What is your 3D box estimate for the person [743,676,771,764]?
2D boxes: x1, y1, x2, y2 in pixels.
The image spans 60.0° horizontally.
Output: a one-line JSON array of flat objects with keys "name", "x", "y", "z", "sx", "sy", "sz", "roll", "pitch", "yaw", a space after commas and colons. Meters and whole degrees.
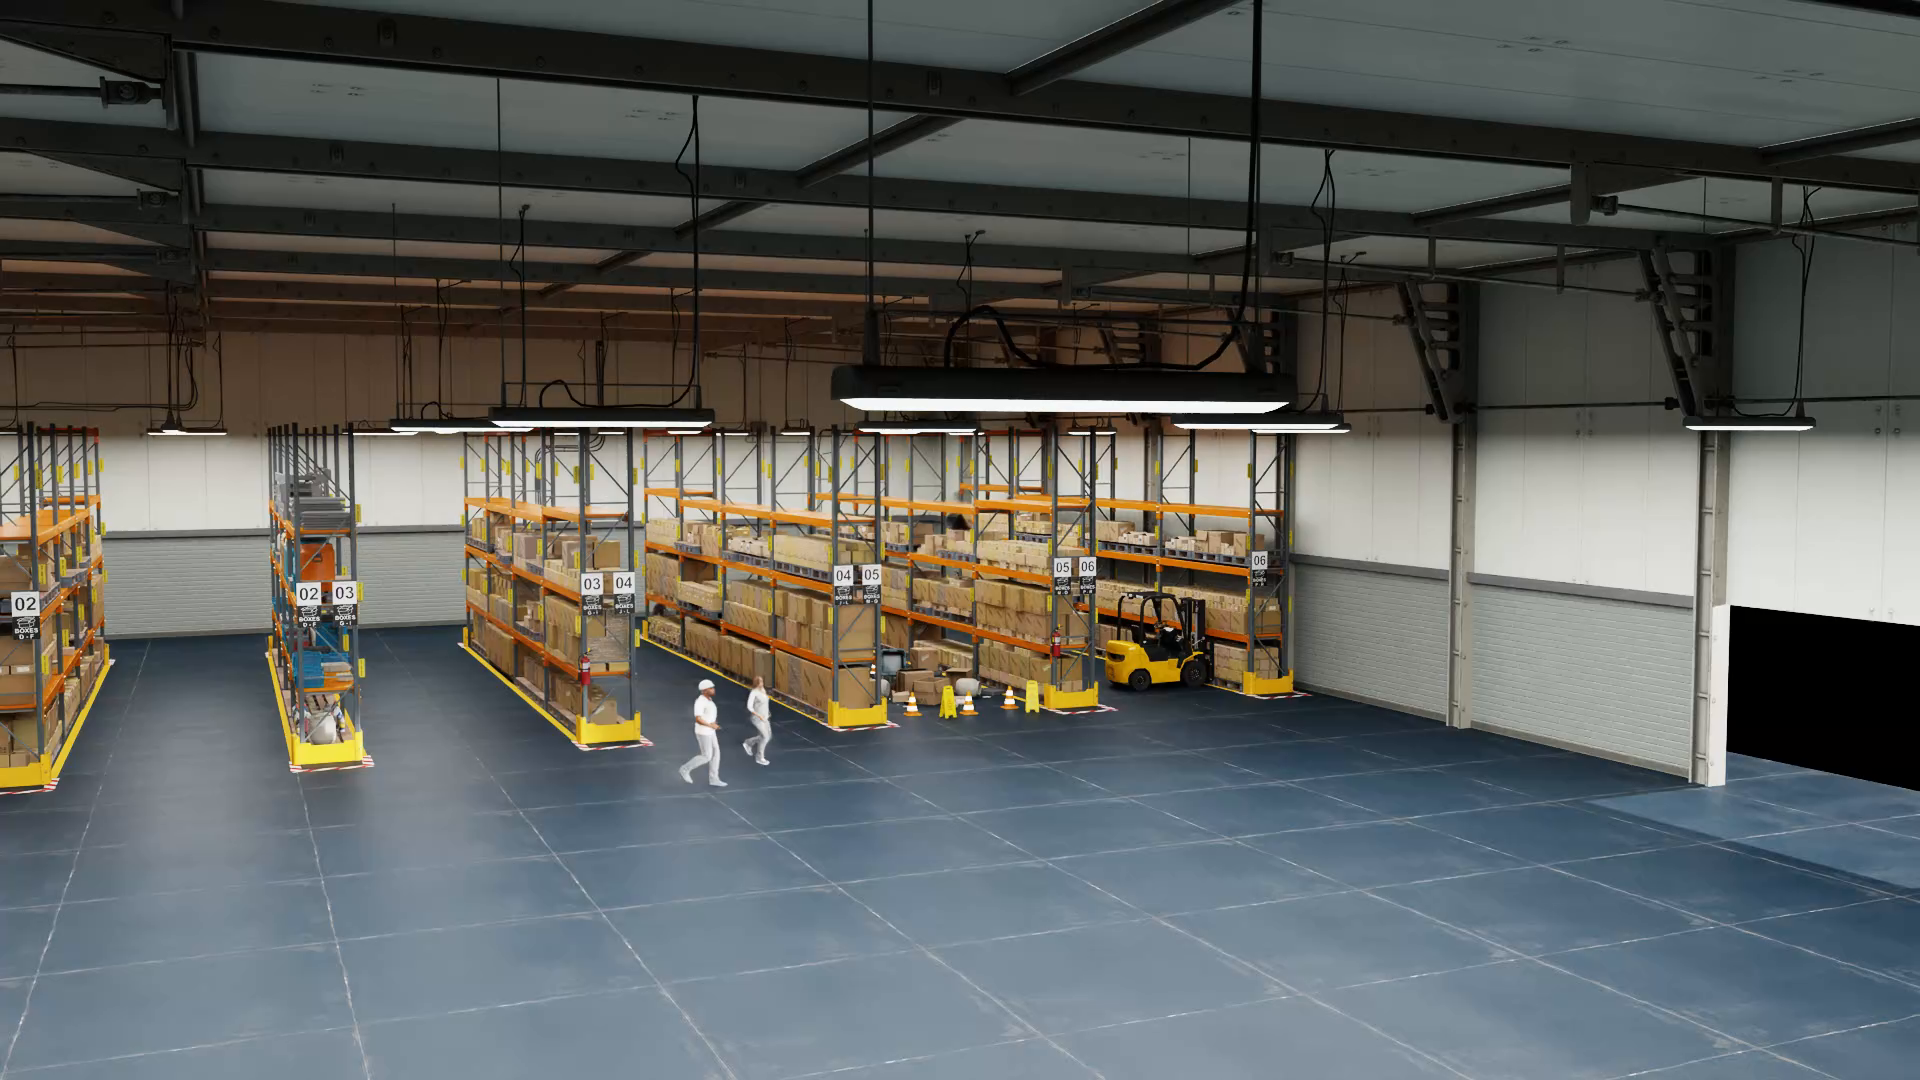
[{"name": "person", "x": -3.595, "y": 3.164, "z": 29.293, "sx": 0.515, "sy": 1.566, "sz": 0.536, "roll": 1, "pitch": 4, "yaw": 20}]

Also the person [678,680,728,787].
[{"name": "person", "x": -4.220, "y": 3.179, "z": 27.359, "sx": 0.800, "sy": 1.765, "sz": 0.725, "roll": 0, "pitch": 3, "yaw": 4}]

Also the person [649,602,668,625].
[{"name": "person", "x": -8.896, "y": 1.862, "z": 49.103, "sx": 0.992, "sy": 1.711, "sz": 0.664, "roll": -1, "pitch": 4, "yaw": -22}]
